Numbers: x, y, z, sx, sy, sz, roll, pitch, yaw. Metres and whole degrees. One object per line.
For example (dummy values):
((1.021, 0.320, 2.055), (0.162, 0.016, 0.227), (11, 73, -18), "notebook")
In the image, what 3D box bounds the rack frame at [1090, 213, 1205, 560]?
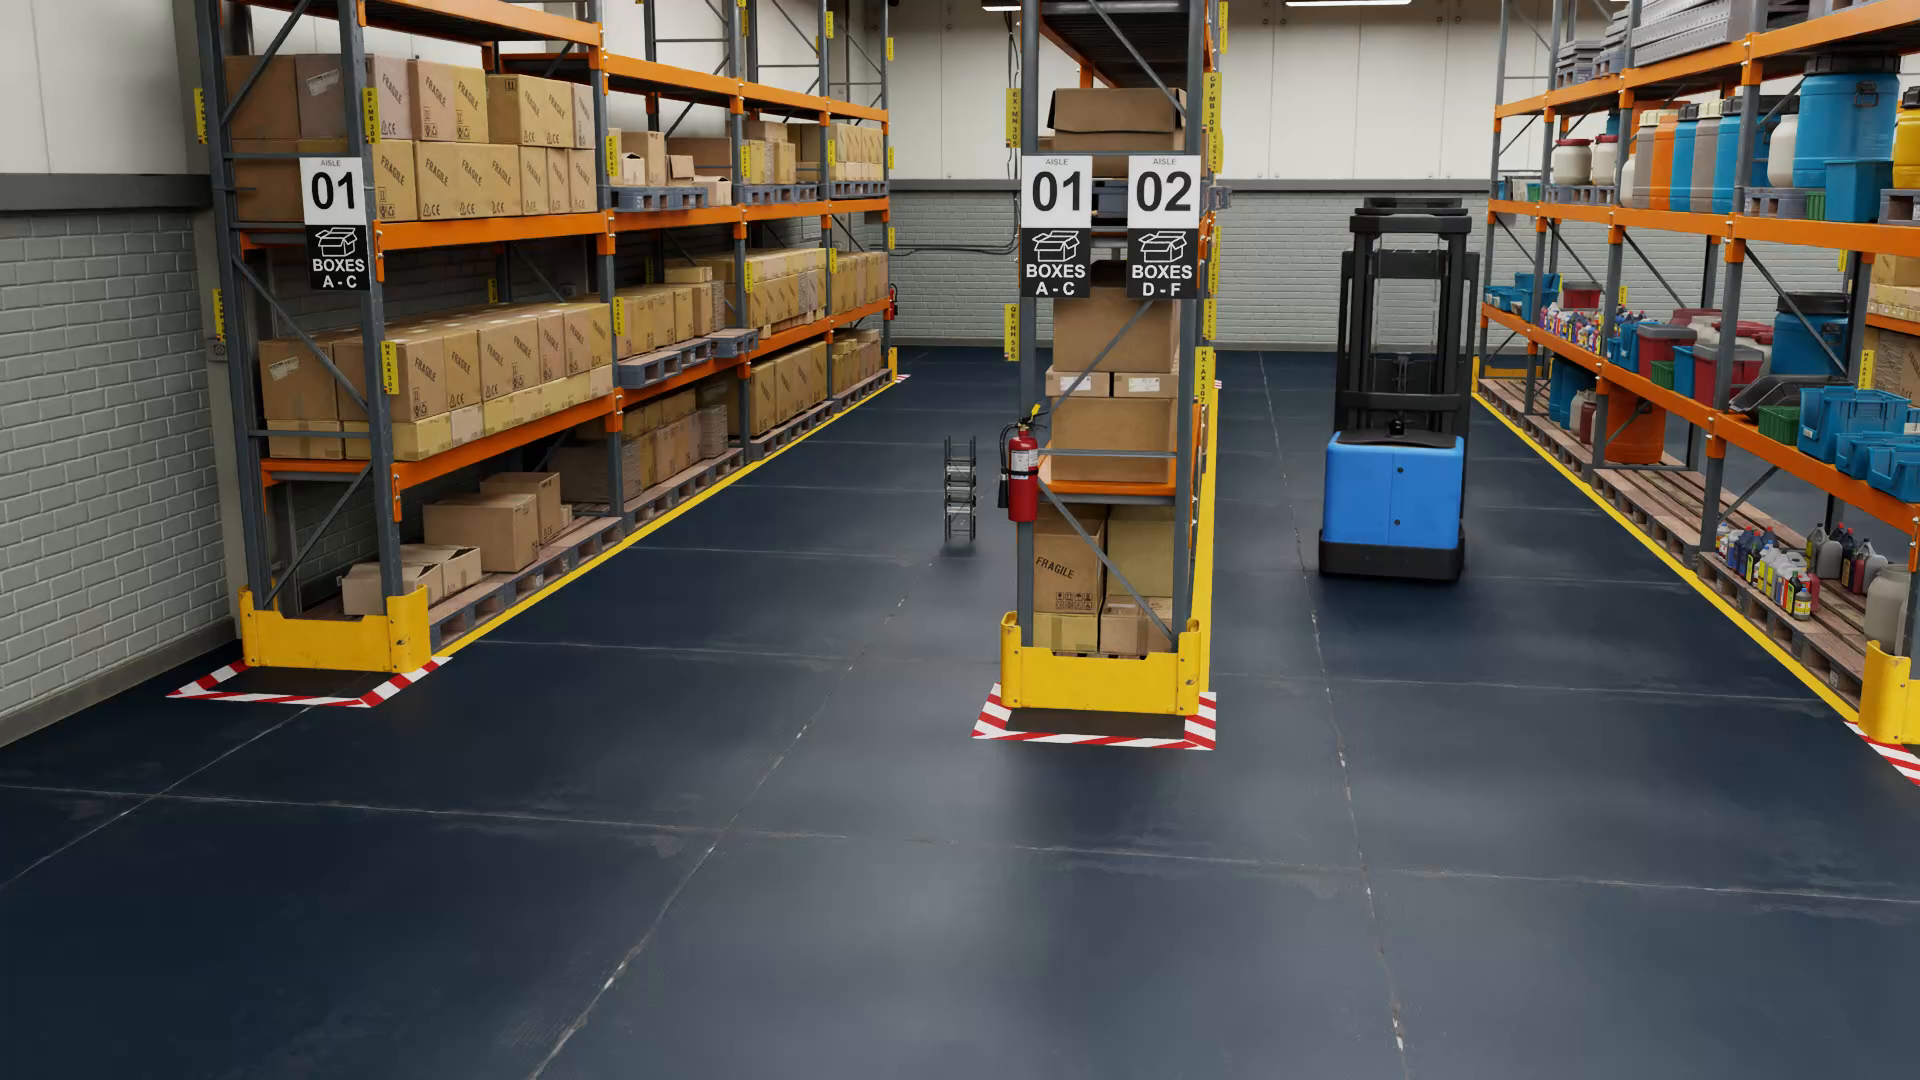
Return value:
((1.458, -1.329, 13.542), (1.000, 3.000, 0.127), (2, 12, 9), "rack frame")

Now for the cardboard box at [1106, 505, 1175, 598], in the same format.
((1.220, 0.067, 10.813), (0.500, 0.500, 0.500), (2, 12, 9), "cardboard box")

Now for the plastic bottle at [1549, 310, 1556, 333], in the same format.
((7.033, -2.587, 19.684), (0.097, 0.271, 0.097), (0, 12, 0), "plastic bottle")

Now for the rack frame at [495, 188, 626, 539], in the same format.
((-3.437, -1.489, 14.284), (1.000, 3.000, 0.127), (2, 12, 9), "rack frame")

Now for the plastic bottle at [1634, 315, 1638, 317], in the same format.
((7.651, -2.423, 18.911), (0.152, 0.276, 0.135), (2, 12, 9), "plastic bottle")

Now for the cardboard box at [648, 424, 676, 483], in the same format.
((-3.192, -0.850, 16.207), (0.700, 0.500, 0.500), (2, 12, 9), "cardboard box")

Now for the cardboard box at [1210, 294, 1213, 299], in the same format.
((3.036, -3.141, 21.711), (0.500, 0.500, 0.500), (2, 12, 10), "cardboard box")

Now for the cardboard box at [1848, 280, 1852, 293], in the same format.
((12.751, -3.487, 23.202), (0.500, 0.250, 0.500), (2, 12, 7), "cardboard box")

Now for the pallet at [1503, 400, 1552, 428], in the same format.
((7.657, -1.625, 21.531), (1.003, 0.211, 1.213), (2, 12, 9), "pallet")

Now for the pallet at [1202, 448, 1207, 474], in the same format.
((2.225, -0.953, 18.415), (1.003, 0.211, 1.213), (2, 12, 9), "pallet")

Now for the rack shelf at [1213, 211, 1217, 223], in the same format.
((2.996, -4.526, 22.961), (1.077, 0.370, 4.000), (2, 12, 9), "rack shelf")

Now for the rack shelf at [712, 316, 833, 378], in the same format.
((-2.515, -2.387, 20.155), (1.077, 0.370, 4.000), (2, 12, 9), "rack shelf")

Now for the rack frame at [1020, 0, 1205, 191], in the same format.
((0.843, -3.429, 9.047), (1.000, 3.000, 0.127), (2, 12, 9), "rack frame")

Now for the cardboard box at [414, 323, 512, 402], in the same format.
((-3.511, -1.259, 11.745), (0.500, 0.500, 0.500), (1, 12, 7), "cardboard box")

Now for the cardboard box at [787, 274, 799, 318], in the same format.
((-2.255, -2.939, 20.022), (0.500, 0.500, 0.500), (2, 12, 10), "cardboard box")

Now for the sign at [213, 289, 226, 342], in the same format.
((-4.598, -1.399, 10.367), (0.100, 0.325, 0.005), (2, 12, 9), "sign")

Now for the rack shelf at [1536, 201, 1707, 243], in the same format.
((7.275, -3.532, 18.349), (1.077, 0.370, 4.000), (2, 12, 9), "rack shelf")

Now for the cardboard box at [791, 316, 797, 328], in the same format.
((-2.218, -2.699, 20.446), (0.380, 0.149, 0.250), (2, 12, 7), "cardboard box")

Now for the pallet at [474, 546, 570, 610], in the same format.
((-3.691, 0.270, 12.741), (1.003, 0.211, 1.213), (2, 12, 9), "pallet")

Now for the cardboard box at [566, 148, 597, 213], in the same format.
((-3.271, -2.901, 13.428), (0.500, 0.500, 0.500), (2, 12, 10), "cardboard box")

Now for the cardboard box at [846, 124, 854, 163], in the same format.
((-1.747, -5.415, 22.721), (0.500, 0.500, 0.500), (2, 12, 7), "cardboard box")

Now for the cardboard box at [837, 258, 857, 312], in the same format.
((-1.990, -3.565, 23.205), (0.980, 0.700, 0.700), (2, 12, 7), "cardboard box")

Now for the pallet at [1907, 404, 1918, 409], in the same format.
((12.856, -1.720, 21.975), (1.003, 0.211, 1.213), (2, 12, 9), "pallet")

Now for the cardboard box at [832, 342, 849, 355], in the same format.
((-1.758, -2.673, 23.172), (0.380, 0.149, 0.250), (2, 12, 11), "cardboard box")

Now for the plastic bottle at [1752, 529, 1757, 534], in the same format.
((5.952, 0.068, 12.460), (0.061, 0.283, 0.133), (2, 12, 9), "plastic bottle")

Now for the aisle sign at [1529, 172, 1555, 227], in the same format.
((8.498, -4.943, 24.137), (0.394, 0.787, 0.004), (2, 12, 9), "aisle sign")

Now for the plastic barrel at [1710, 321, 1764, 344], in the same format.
((6.895, -1.670, 14.798), (0.433, 0.535, 0.433), (0, 12, 0), "plastic barrel")

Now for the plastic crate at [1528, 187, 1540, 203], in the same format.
((7.349, -4.294, 20.682), (0.450, 0.188, 0.662), (2, 12, 9), "plastic crate")

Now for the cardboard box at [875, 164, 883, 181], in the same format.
((-1.442, -5.473, 24.772), (0.500, 0.250, 0.500), (2, 12, 10), "cardboard box")

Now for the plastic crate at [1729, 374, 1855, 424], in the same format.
((6.146, -1.033, 12.314), (0.767, 0.338, 0.504), (2, 12, 9), "plastic crate")

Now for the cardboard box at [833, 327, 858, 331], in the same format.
((-1.779, -3.171, 25.485), (0.380, 0.149, 0.250), (2, 12, 9), "cardboard box")

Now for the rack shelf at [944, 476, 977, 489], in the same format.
((0.001, -0.497, 14.394), (0.258, 0.077, 0.200), (2, 12, 9), "rack shelf")

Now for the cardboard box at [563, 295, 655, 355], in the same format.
((-3.232, -1.974, 15.252), (0.700, 0.500, 0.500), (3, 13, 14), "cardboard box")

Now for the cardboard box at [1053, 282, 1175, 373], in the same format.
((0.935, -1.288, 10.032), (0.700, 0.500, 0.500), (2, 12, 9), "cardboard box")

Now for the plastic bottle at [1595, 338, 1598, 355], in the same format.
((6.643, -2.025, 17.242), (0.097, 0.201, 0.097), (0, 12, 0), "plastic bottle")

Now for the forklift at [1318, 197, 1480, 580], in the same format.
((3.736, -1.387, 13.971), (1.130, 2.935, 3.031), (4, 13, 17), "forklift")

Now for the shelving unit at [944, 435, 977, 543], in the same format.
((0.001, -0.442, 14.406), (0.258, 0.900, 0.210), (2, 12, 9), "shelving unit")

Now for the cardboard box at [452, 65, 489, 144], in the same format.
((-3.559, -2.952, 11.295), (0.500, 0.500, 0.500), (2, 12, 10), "cardboard box")

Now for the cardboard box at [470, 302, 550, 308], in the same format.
((-3.716, -1.701, 13.796), (0.500, 0.500, 0.500), (2, 12, 7), "cardboard box")

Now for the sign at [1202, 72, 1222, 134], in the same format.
((1.390, -2.410, 9.173), (0.100, 0.325, 0.005), (2, 12, 9), "sign")

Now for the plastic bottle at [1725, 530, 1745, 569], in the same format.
((5.847, 0.068, 12.476), (0.152, 0.276, 0.135), (2, 12, 11), "plastic bottle")

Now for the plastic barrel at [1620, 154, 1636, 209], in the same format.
((6.616, -3.467, 16.076), (0.421, 0.512, 0.421), (0, 12, 0), "plastic barrel")

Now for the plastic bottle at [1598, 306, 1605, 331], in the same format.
((7.622, -2.612, 19.611), (0.144, 0.351, 0.185), (2, 12, 9), "plastic bottle")

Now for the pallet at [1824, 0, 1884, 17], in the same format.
((6.067, -3.386, 10.242), (1.003, 0.211, 1.213), (2, 12, 9), "pallet")

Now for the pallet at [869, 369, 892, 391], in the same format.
((-1.638, -2.455, 25.384), (1.003, 0.211, 1.213), (2, 12, 9), "pallet")

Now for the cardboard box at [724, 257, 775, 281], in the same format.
((-2.416, -3.091, 18.943), (0.500, 0.250, 0.500), (2, 12, 8), "cardboard box")

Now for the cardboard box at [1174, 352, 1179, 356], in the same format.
((1.273, -1.152, 10.944), (0.380, 0.149, 0.250), (1, 12, 7), "cardboard box")

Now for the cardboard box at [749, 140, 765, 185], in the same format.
((-2.677, -4.382, 19.304), (0.700, 0.500, 0.500), (3, 12, 12), "cardboard box")

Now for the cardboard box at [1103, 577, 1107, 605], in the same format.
((0.698, 0.416, 10.971), (0.500, 0.250, 0.500), (2, 12, 9), "cardboard box")

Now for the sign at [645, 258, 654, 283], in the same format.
((-3.371, -2.905, 18.106), (0.100, 0.325, 0.005), (2, 12, 9), "sign")

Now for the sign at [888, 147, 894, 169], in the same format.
((-1.058, -5.827, 25.379), (0.100, 0.325, 0.005), (2, 12, 9), "sign")

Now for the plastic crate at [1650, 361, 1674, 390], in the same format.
((6.341, -1.436, 14.541), (0.450, 0.188, 0.662), (2, 12, 9), "plastic crate")

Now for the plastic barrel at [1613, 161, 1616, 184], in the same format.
((6.987, -3.833, 17.370), (0.301, 0.262, 0.301), (0, 12, 0), "plastic barrel")
